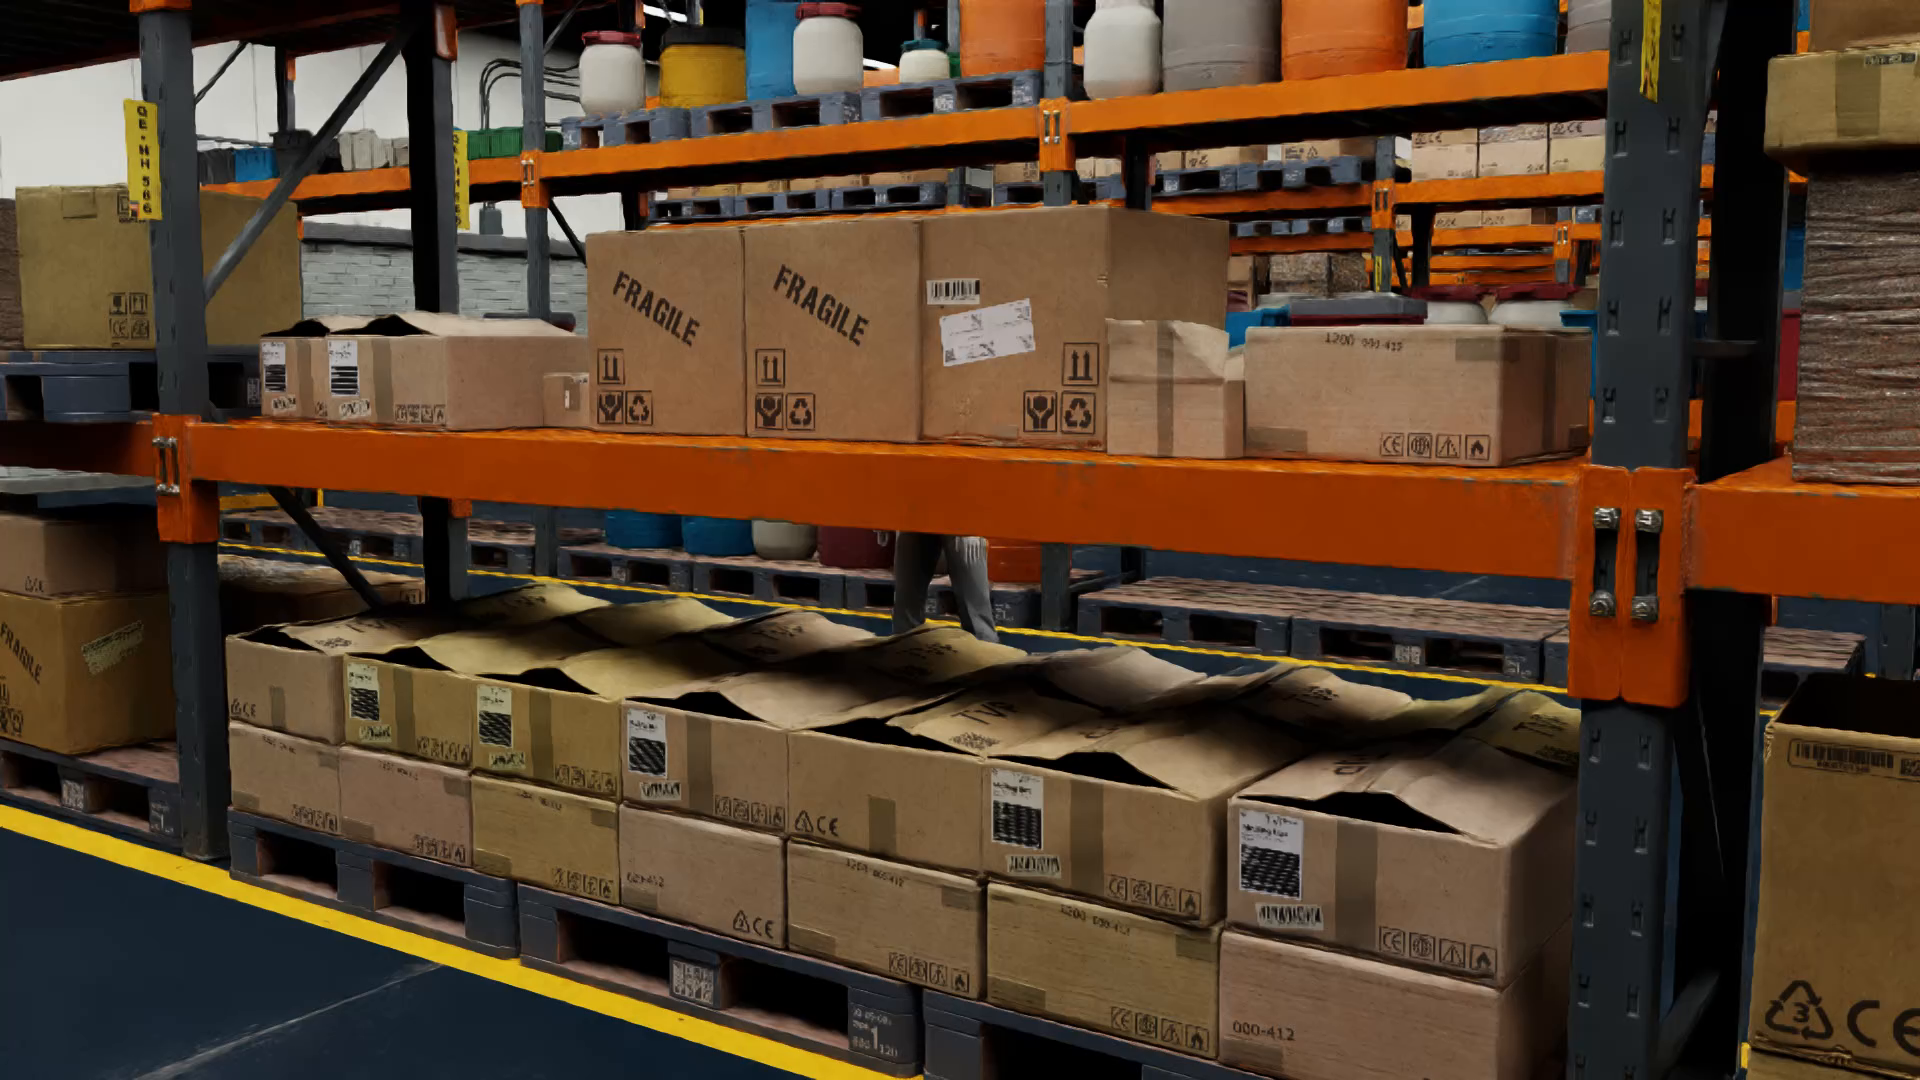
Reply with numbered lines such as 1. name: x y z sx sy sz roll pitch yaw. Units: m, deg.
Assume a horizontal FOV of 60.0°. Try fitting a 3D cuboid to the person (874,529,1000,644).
1. person: -0.127 -0.089 6.524 0.601 1.668 0.553 6 9 44
